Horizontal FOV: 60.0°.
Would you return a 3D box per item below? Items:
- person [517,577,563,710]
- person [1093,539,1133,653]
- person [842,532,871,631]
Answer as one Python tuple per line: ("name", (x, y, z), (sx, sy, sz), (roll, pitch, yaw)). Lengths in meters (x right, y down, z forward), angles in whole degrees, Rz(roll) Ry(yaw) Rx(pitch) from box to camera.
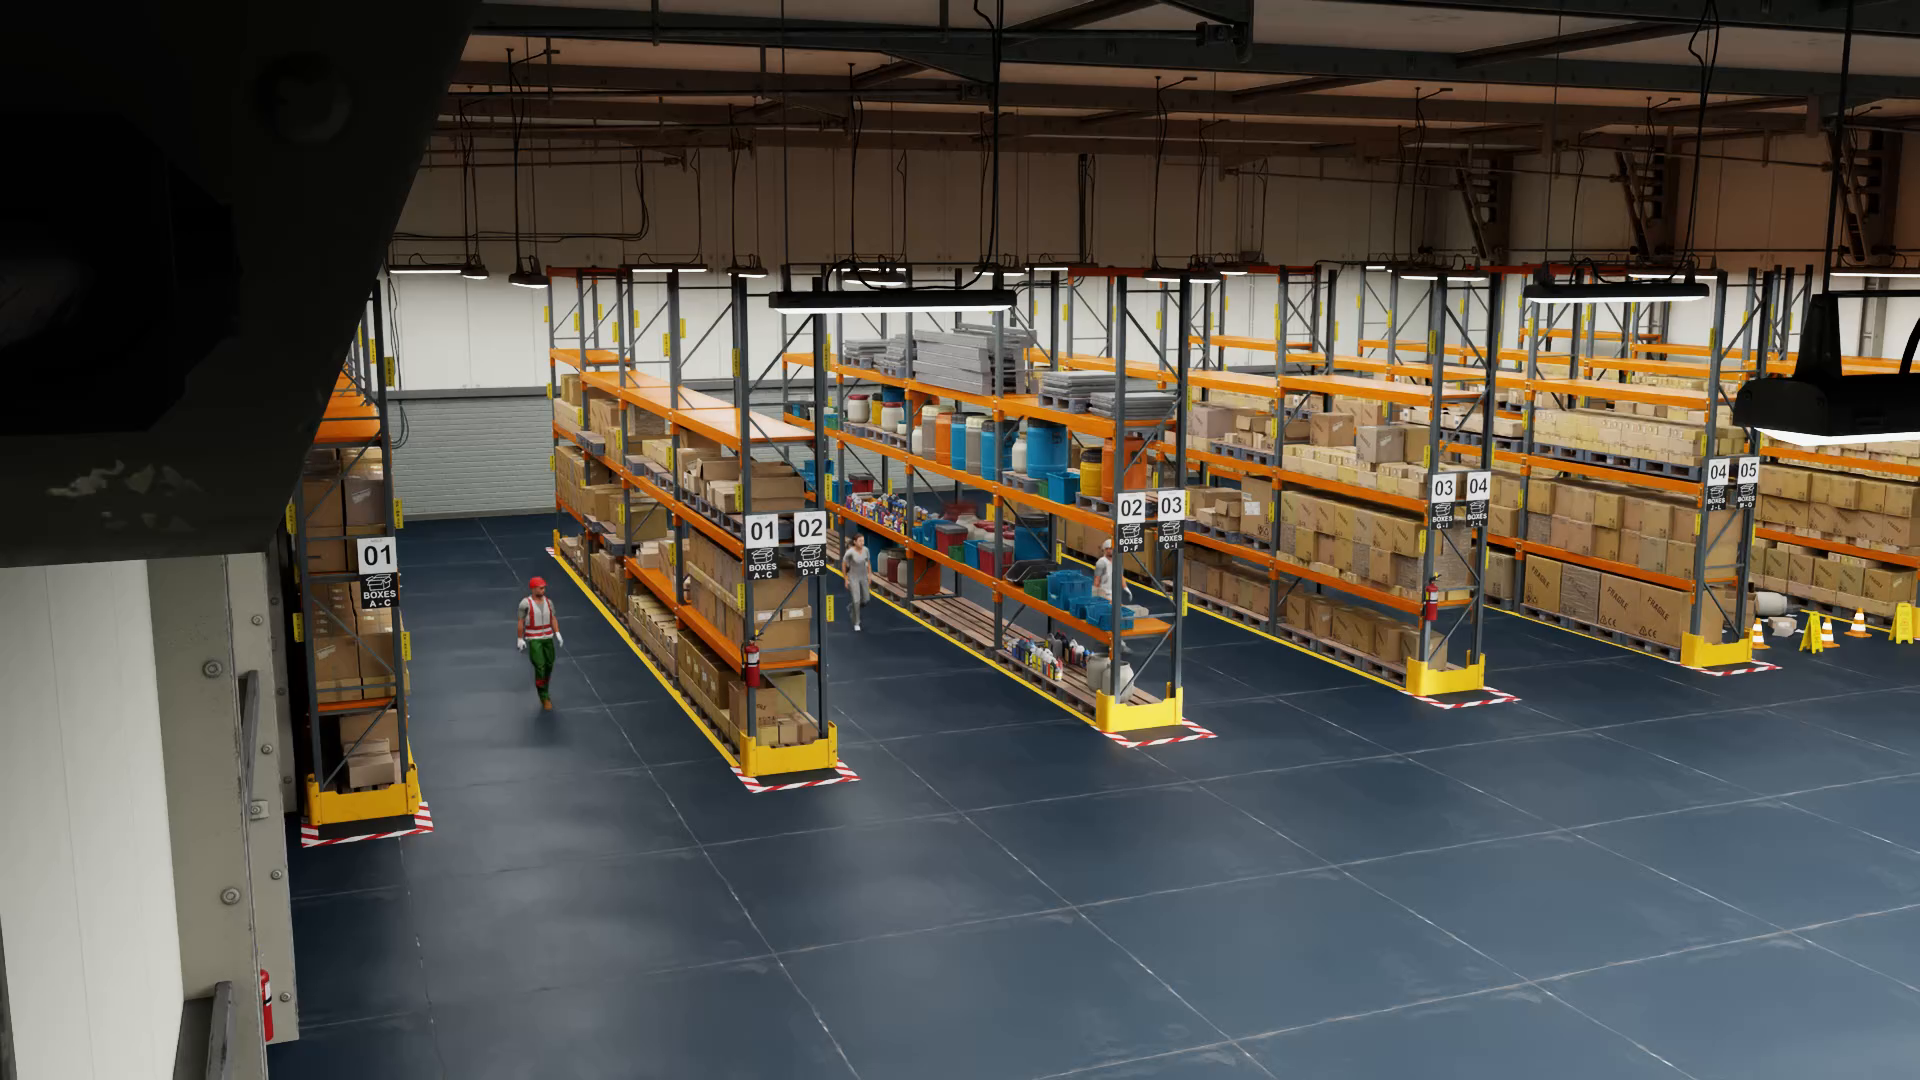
("person", (-5.841, 1.439, 23.358), (0.568, 1.813, 0.694), (-10, 14, -44))
("person", (2.487, 0.870, 26.432), (0.855, 1.760, 0.557), (8, 13, 38))
("person", (-1.774, 0.671, 28.097), (0.523, 1.653, 0.640), (-6, 12, -32))
